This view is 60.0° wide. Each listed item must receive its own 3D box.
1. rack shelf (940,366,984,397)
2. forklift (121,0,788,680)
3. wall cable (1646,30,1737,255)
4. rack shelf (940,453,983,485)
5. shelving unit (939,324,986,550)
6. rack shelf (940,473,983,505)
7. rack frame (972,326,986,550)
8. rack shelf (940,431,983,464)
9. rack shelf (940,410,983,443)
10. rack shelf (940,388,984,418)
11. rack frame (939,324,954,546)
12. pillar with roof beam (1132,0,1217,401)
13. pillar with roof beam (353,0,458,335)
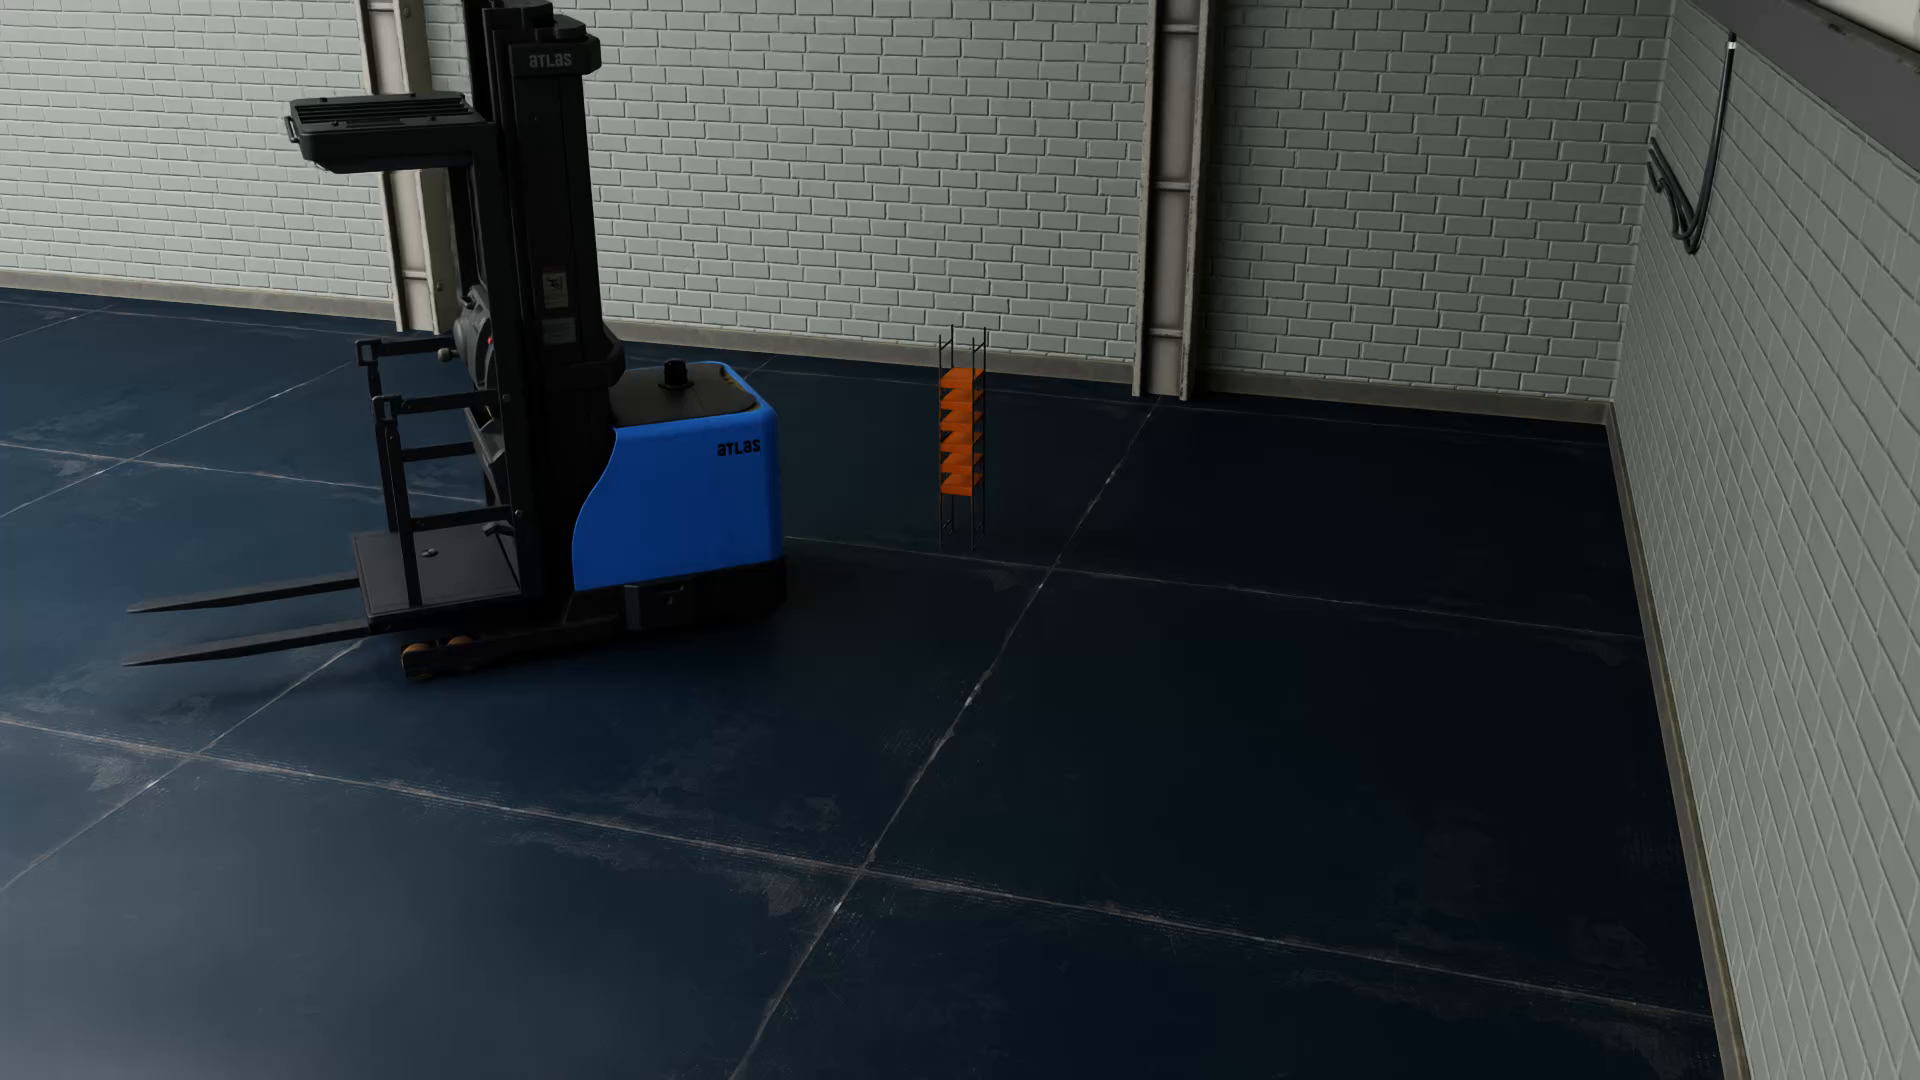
[{"bbox_3d":[0.014,-0.845,8.919,0.180,0.103,0.258,7,23,15],"label":"rack shelf"},{"bbox_3d":[-2.433,-0.937,7.692,3.031,2.935,1.130,-9,24,-21],"label":"forklift"},{"bbox_3d":[3.889,-2.978,8.764,0.112,2.526,3.097,7,23,16],"label":"wall cable"},{"bbox_3d":[0.014,-0.401,9.101,0.180,0.103,0.258,7,23,15],"label":"rack shelf"},{"bbox_3d":[0.014,-0.554,9.038,0.189,1.200,0.258,7,23,15],"label":"shelving unit"},{"bbox_3d":[0.014,-0.290,9.146,0.180,0.103,0.258,7,23,15],"label":"rack shelf"},{"bbox_3d":[0.101,-0.543,9.014,0.006,1.200,0.240,7,23,15],"label":"rack frame"},{"bbox_3d":[0.014,-0.512,9.055,0.180,0.103,0.258,7,23,15],"label":"rack shelf"},{"bbox_3d":[0.014,-0.623,9.010,0.180,0.103,0.258,7,23,15],"label":"rack shelf"},{"bbox_3d":[0.014,-0.734,8.964,0.180,0.103,0.258,7,23,15],"label":"rack shelf"},{"bbox_3d":[-0.074,-0.564,9.063,0.006,1.200,0.240,7,23,15],"label":"rack frame"},{"bbox_3d":[0.207,-3.654,6.320,0.400,9.000,9.100,7,23,16],"label":"pillar with roof beam"},{"bbox_3d":[-5.537,-4.312,7.924,0.400,9.000,9.100,7,23,16],"label":"pillar with roof beam"}]
